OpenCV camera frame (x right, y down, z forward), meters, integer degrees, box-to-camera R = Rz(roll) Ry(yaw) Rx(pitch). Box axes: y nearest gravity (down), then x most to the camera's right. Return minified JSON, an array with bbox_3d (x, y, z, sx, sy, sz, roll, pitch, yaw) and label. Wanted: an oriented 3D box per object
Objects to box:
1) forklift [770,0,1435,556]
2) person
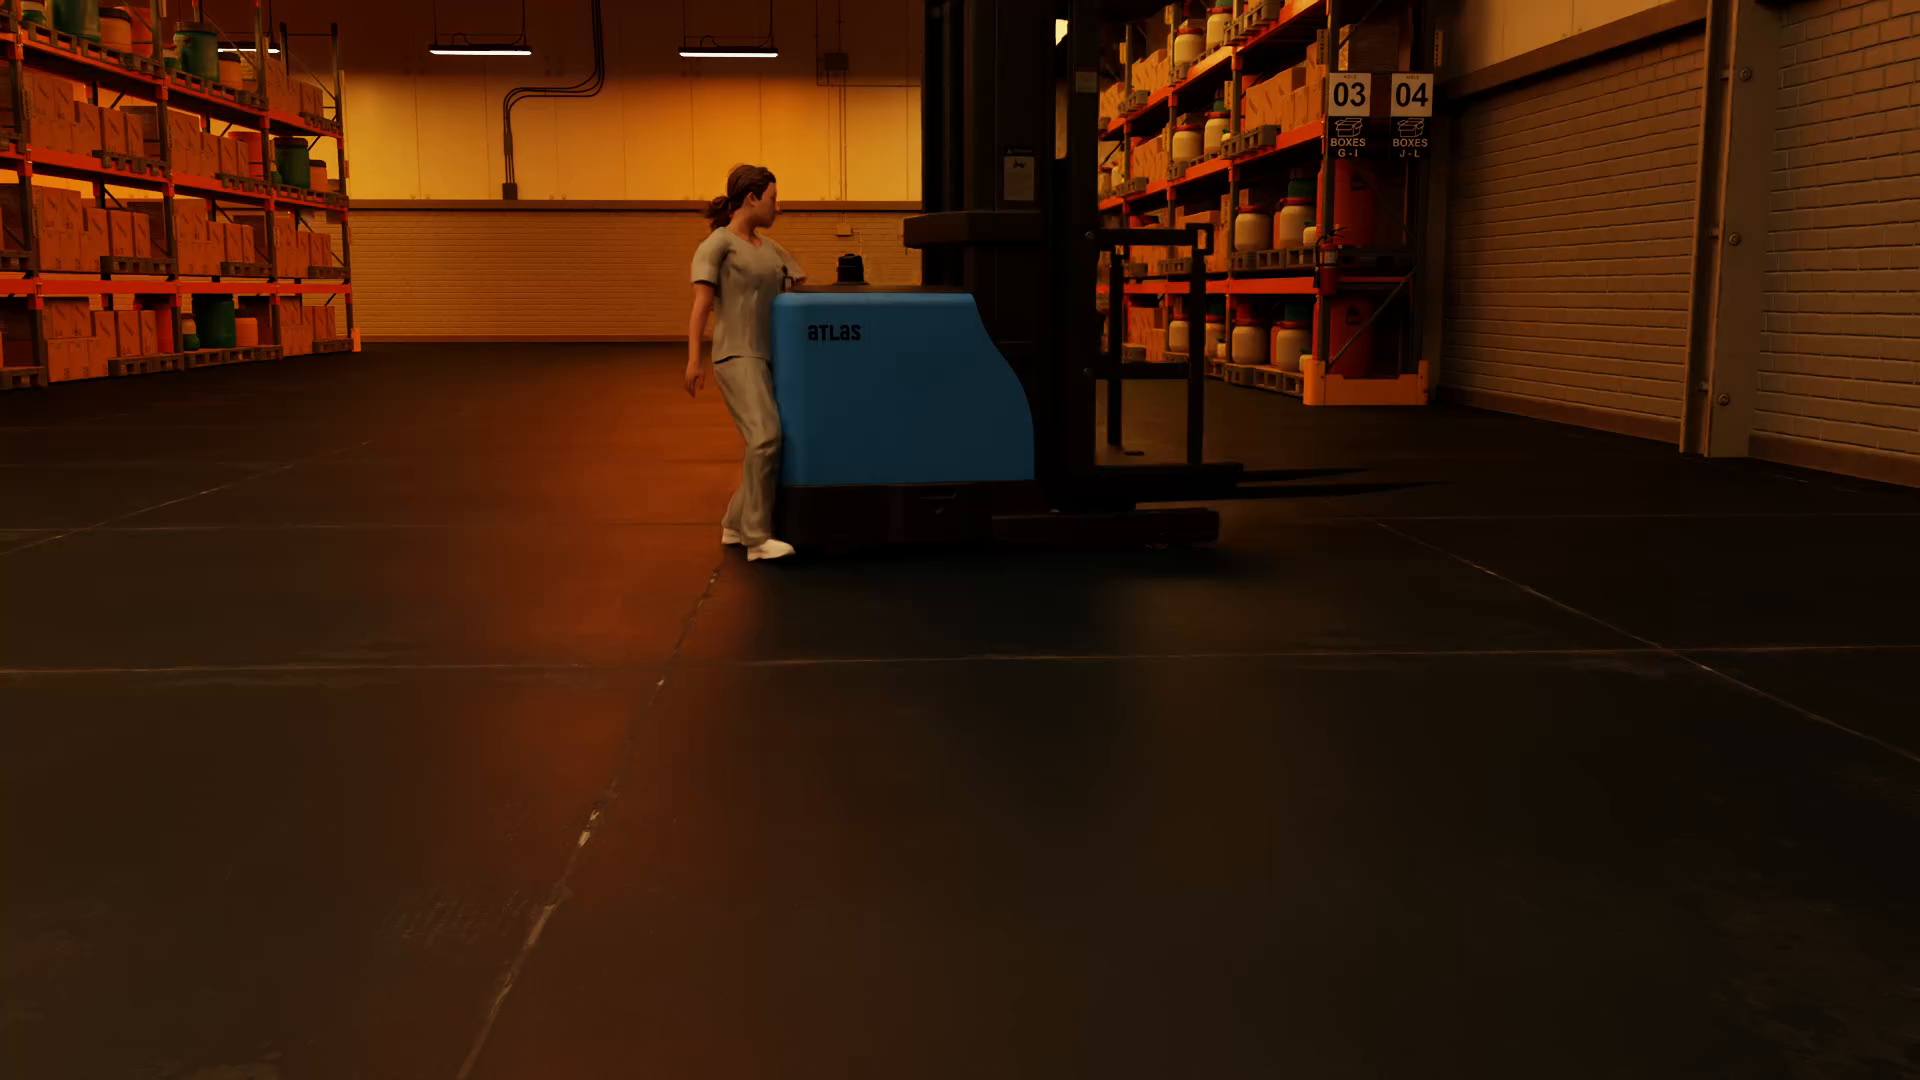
[{"bbox_3d":[0.613,-1.482,7.310,3.031,2.935,1.130,-2,9,-15],"label":"forklift"},{"bbox_3d":[-0.846,-0.724,6.771,0.666,1.593,0.602,5,10,32],"label":"person"}]
